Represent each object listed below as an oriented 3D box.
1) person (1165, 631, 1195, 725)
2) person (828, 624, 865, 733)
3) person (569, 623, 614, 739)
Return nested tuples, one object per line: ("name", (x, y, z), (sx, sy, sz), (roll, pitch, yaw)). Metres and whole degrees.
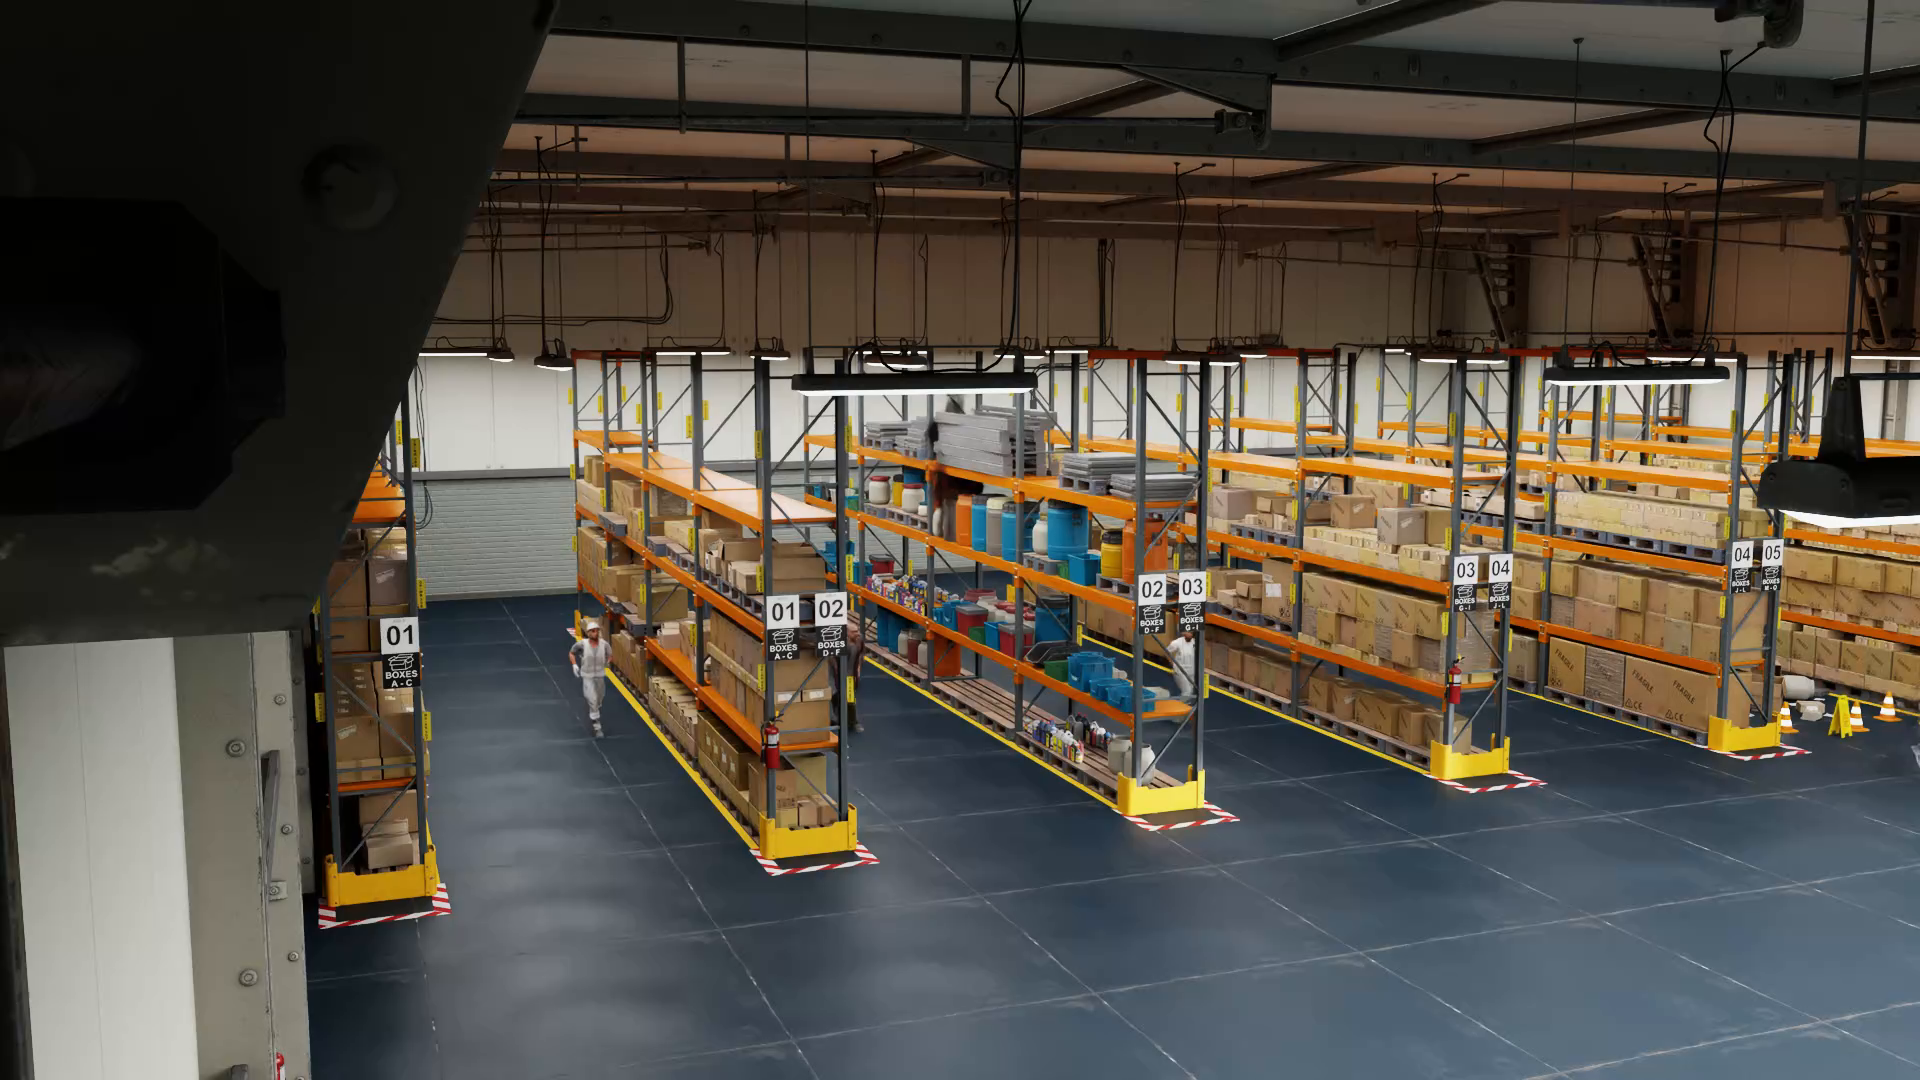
("person", (3.692, 2.178, 26.934), (0.580, 1.658, 0.630), (-3, 8, -23))
("person", (-1.873, 2.168, 26.720), (0.711, 1.742, 1.002), (-4, 8, -30))
("person", (-5.813, 2.177, 26.301), (0.668, 1.785, 1.003), (-4, 8, -27))
